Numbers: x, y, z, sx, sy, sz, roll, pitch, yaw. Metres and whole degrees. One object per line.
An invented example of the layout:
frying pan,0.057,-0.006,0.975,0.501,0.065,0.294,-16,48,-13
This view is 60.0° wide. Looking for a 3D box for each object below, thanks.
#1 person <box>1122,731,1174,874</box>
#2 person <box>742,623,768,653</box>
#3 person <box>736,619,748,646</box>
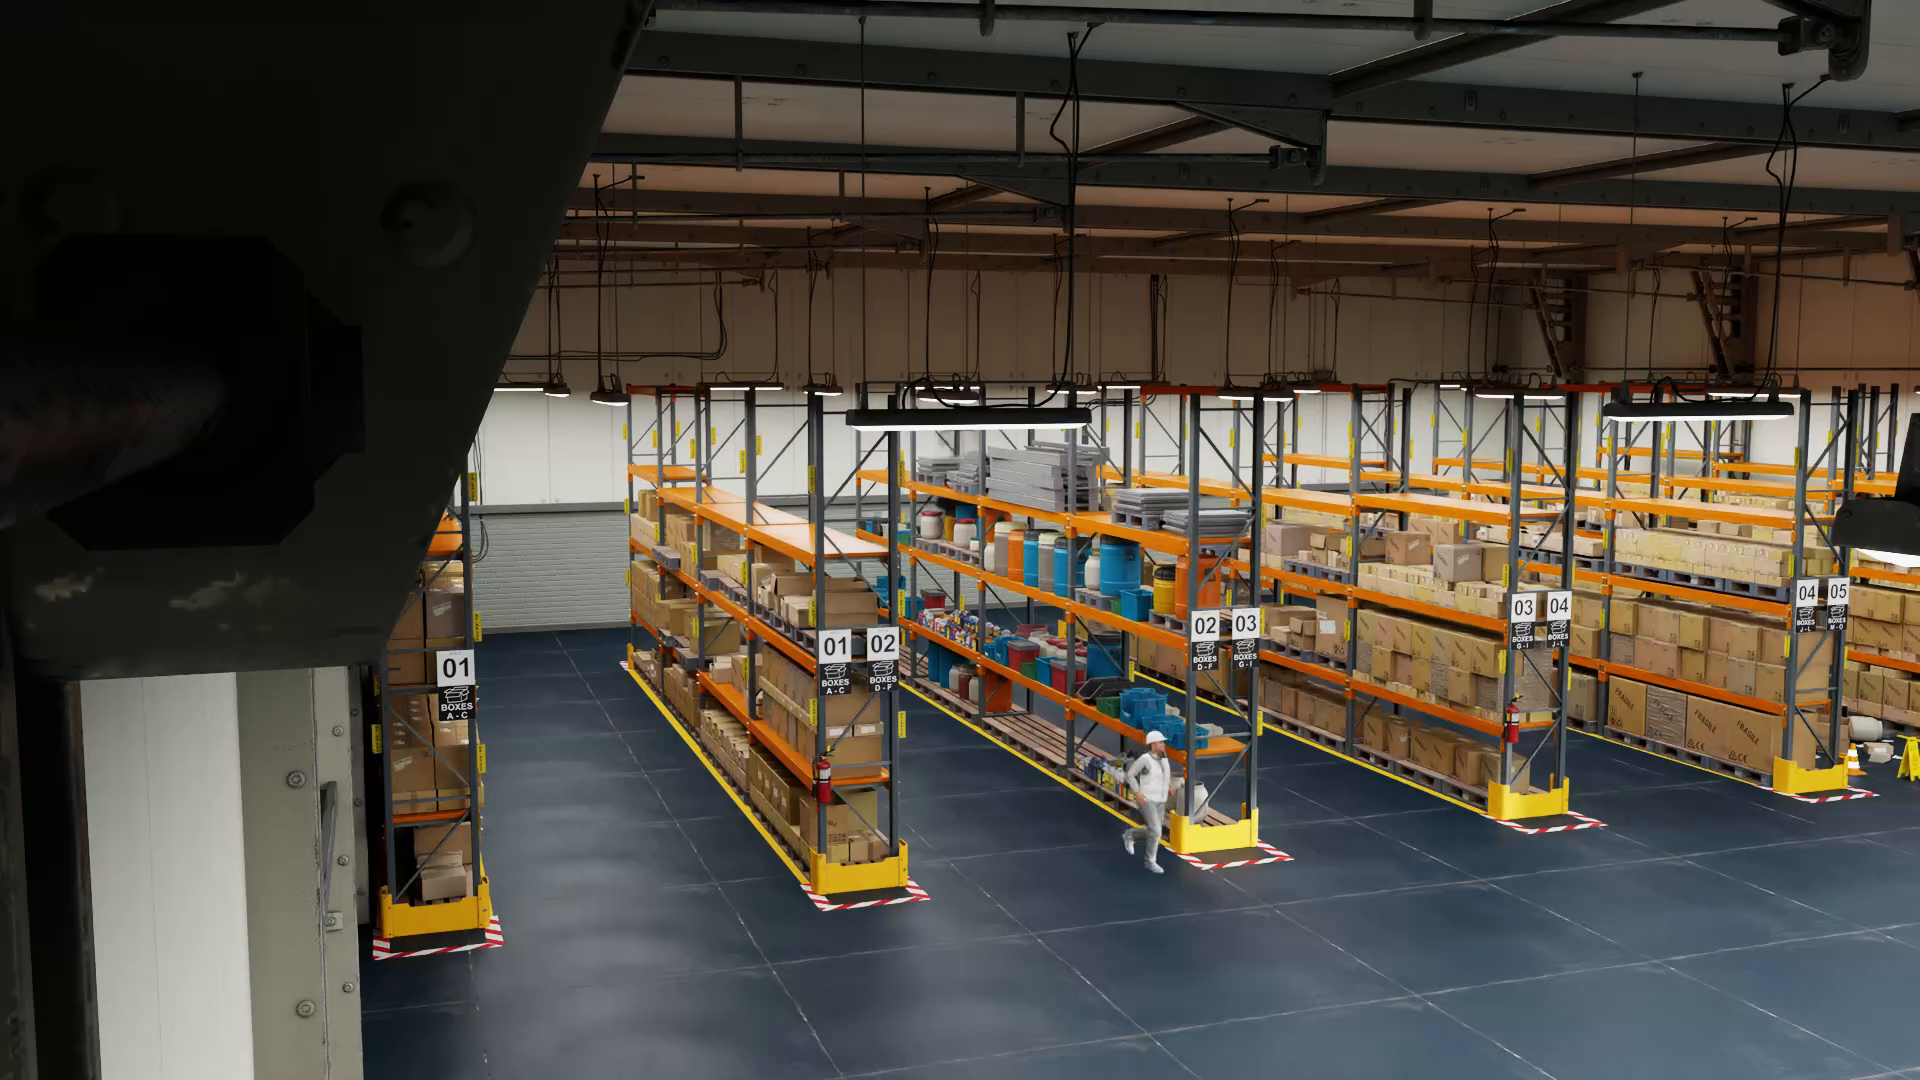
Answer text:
person,2.419,3.295,21.211,0.697,1.742,0.768,-6,8,-43
person,-4.310,1.857,35.051,0.711,1.727,0.538,-4,7,-36
person,-4.773,1.763,35.888,0.815,1.798,0.651,4,7,36
